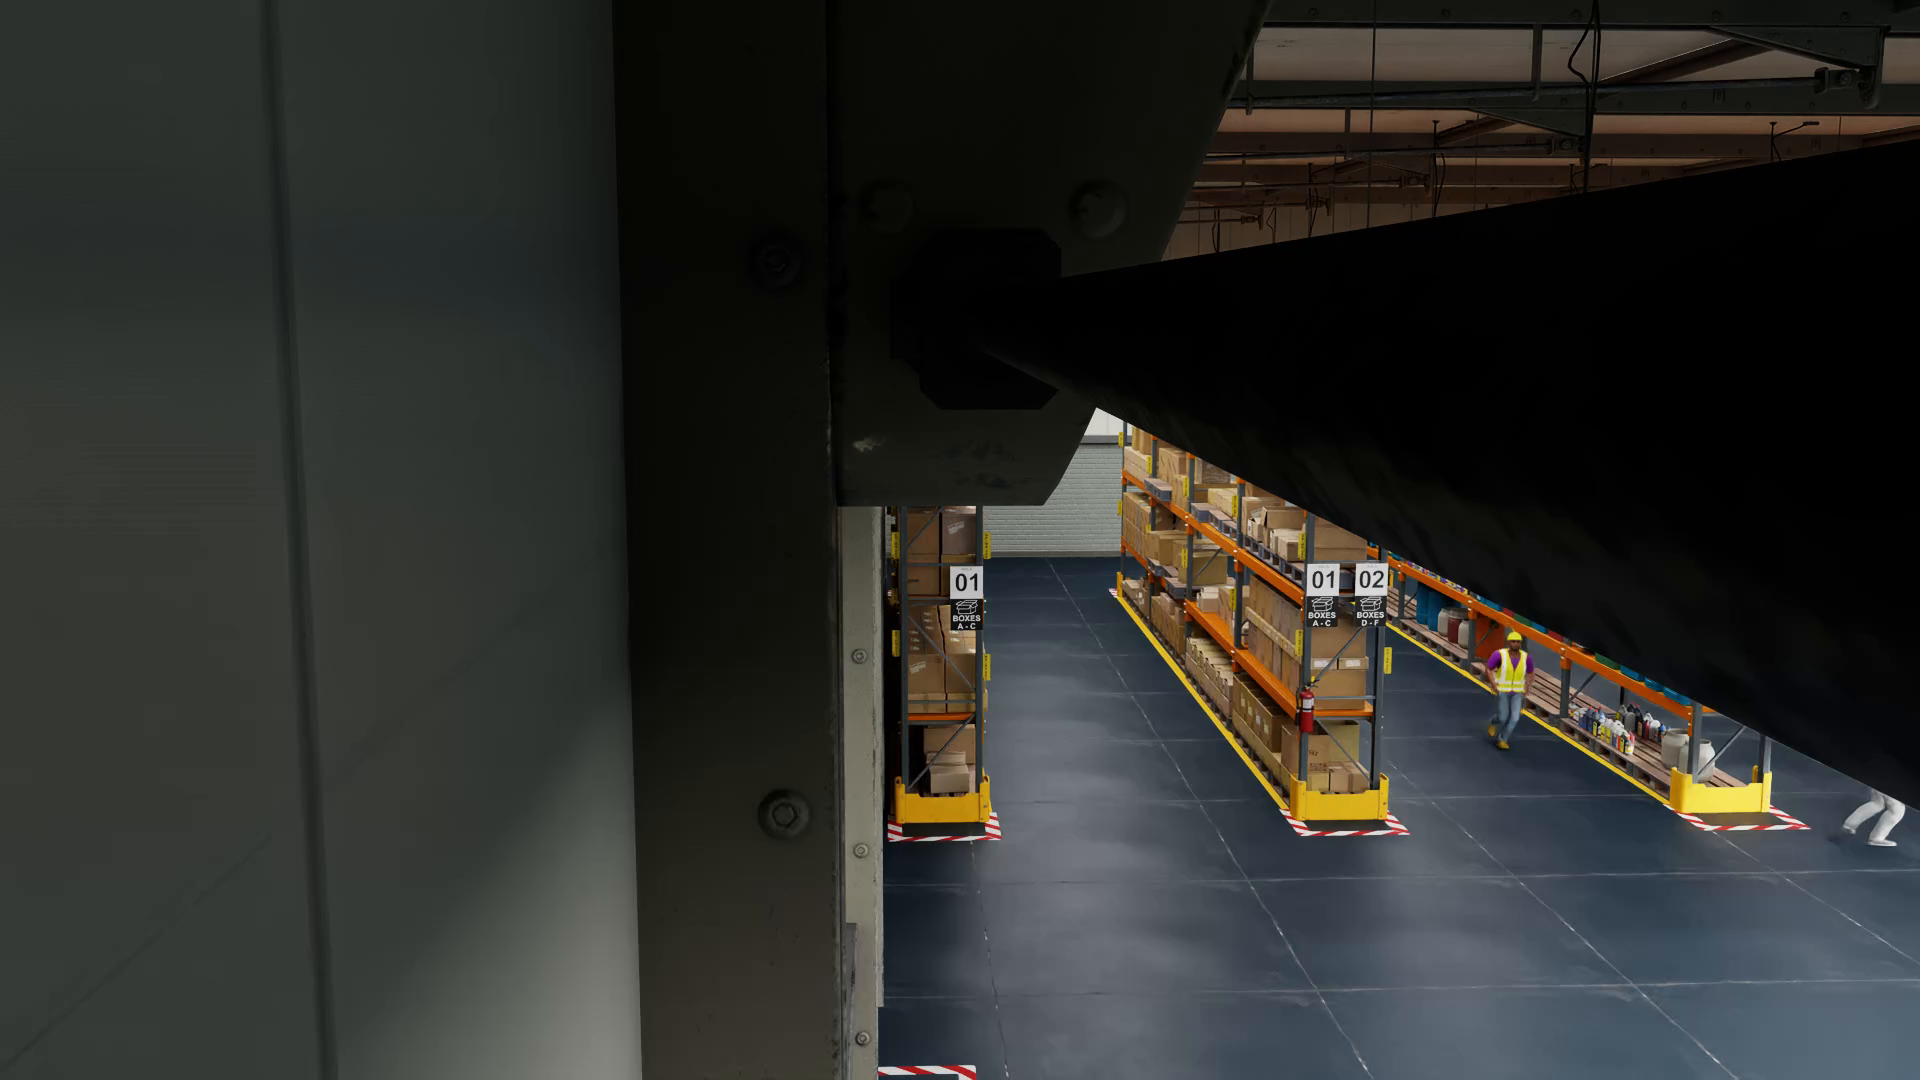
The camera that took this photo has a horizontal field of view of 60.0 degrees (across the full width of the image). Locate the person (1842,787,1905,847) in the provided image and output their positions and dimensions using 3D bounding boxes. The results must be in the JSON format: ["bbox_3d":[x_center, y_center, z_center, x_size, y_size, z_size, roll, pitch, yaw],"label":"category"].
[{"bbox_3d":[10.853,2.819,19.554,0.735,1.572,0.606,1,8,7],"label":"person"}]

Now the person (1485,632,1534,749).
[{"bbox_3d":[7.898,2.144,23.907,0.685,1.700,0.572,0,8,3],"label":"person"}]
